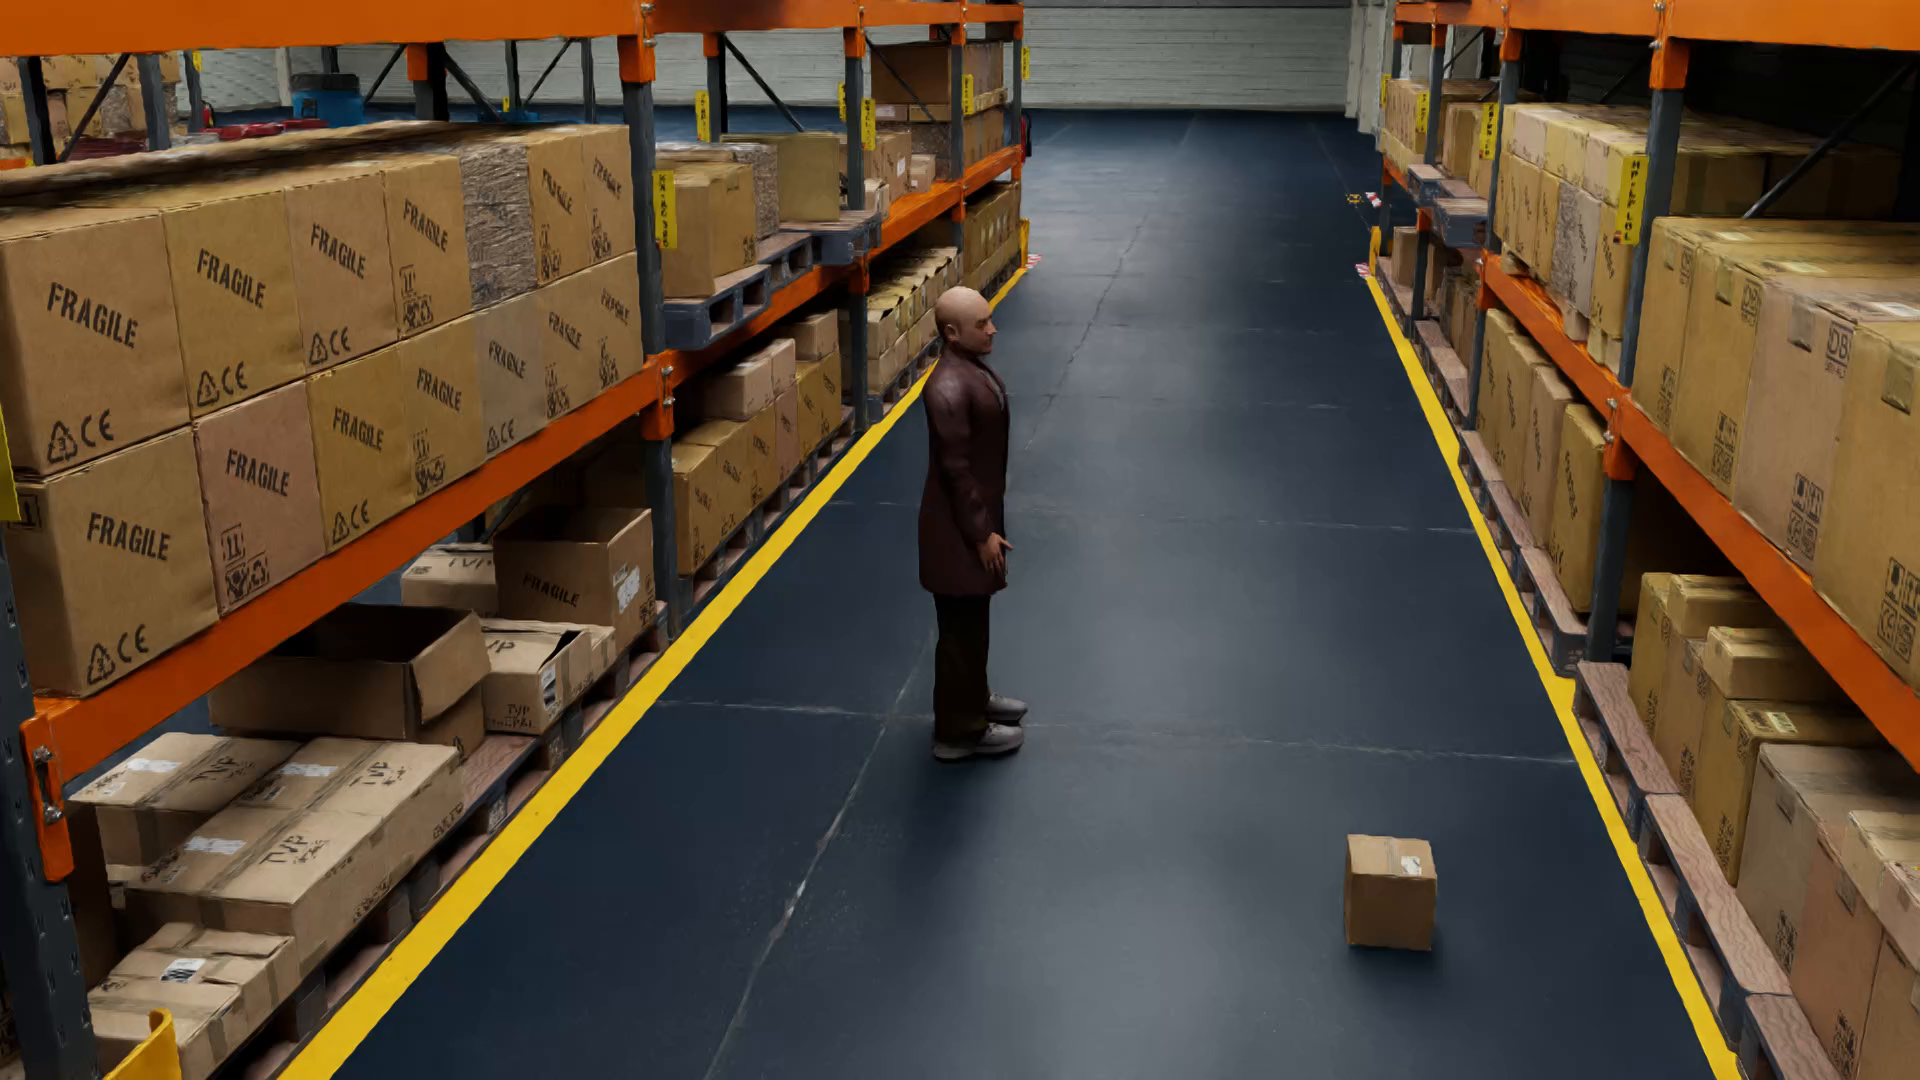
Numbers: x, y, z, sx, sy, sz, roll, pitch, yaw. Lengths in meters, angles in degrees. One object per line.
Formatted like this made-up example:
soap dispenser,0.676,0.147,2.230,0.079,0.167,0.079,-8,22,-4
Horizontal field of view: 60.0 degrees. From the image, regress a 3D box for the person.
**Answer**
person,0.055,-0.066,6.230,0.403,1.778,0.593,2,18,7
